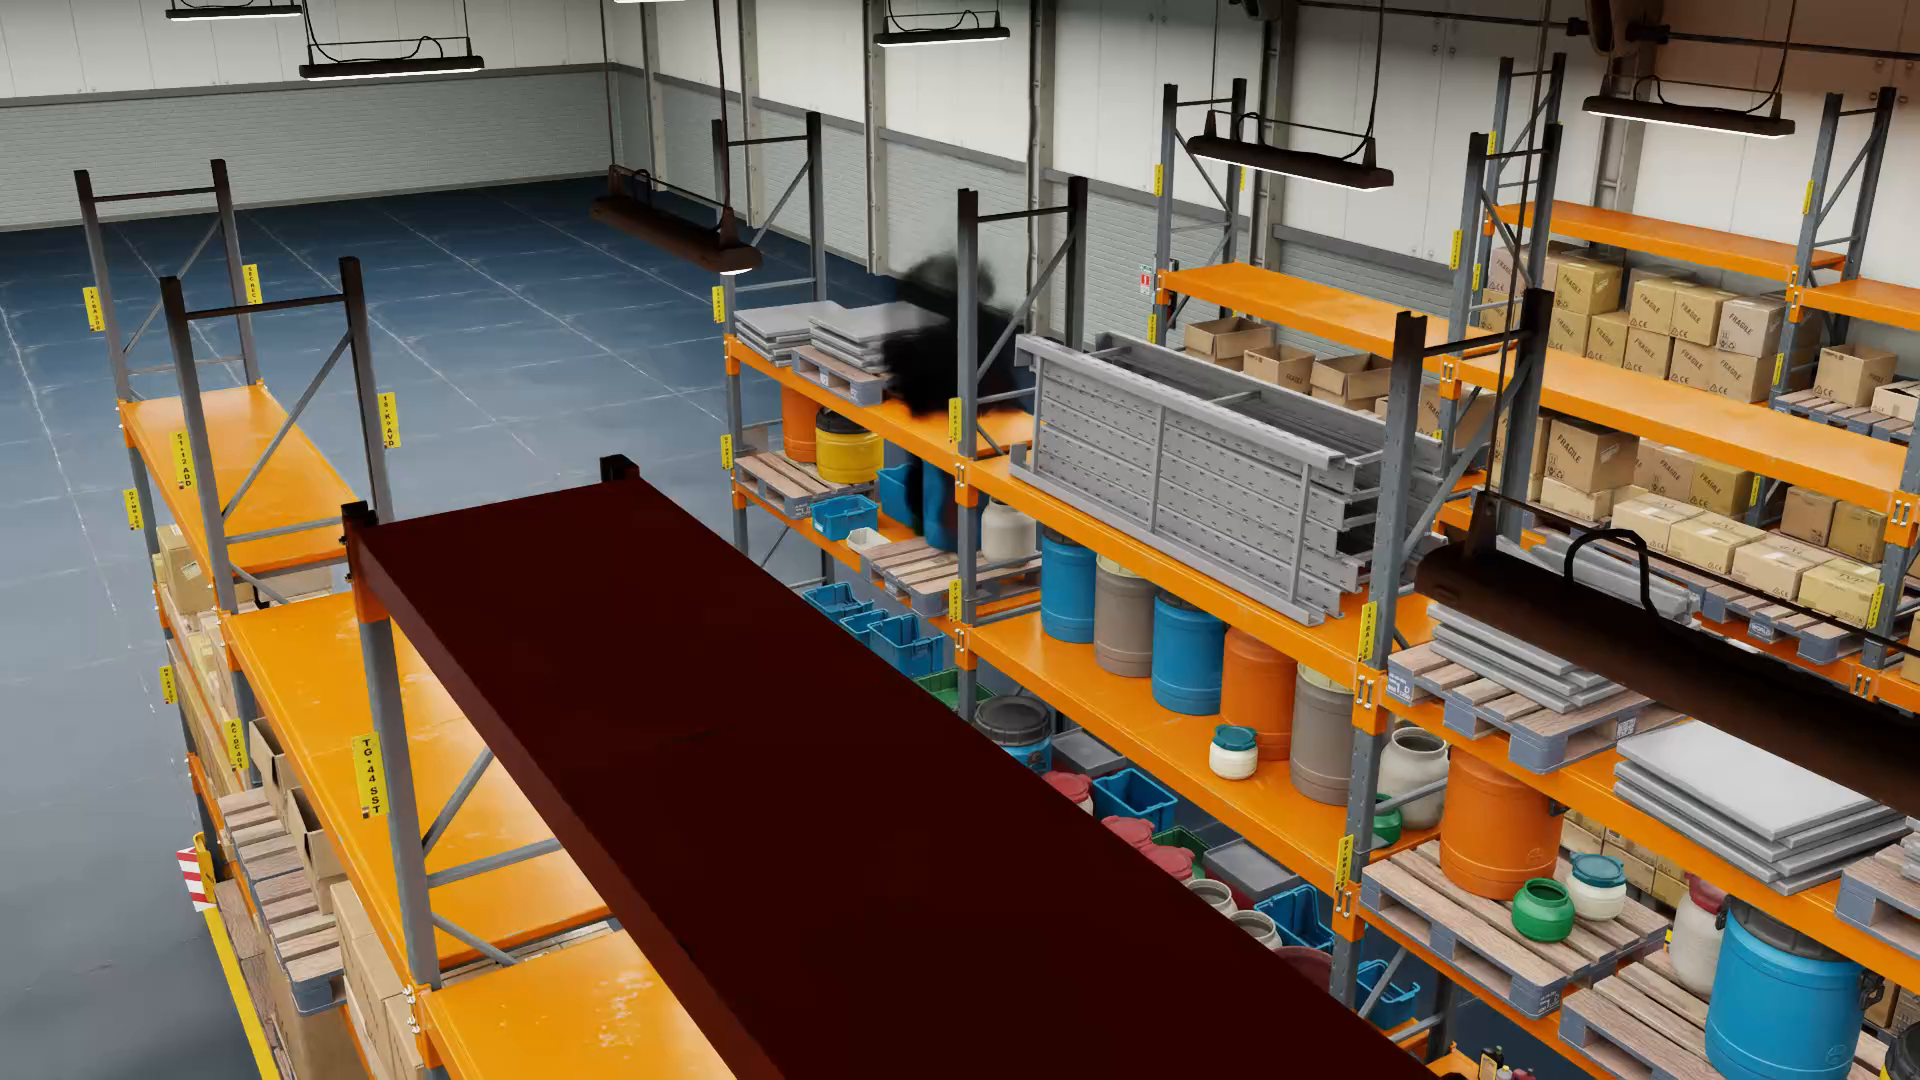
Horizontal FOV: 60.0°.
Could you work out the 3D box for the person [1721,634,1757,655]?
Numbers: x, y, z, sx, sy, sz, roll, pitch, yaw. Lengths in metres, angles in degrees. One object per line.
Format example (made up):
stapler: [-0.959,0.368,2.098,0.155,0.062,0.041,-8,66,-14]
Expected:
person: [7.165,1.374,15.652,0.656,1.722,0.566,-19,29,-39]
